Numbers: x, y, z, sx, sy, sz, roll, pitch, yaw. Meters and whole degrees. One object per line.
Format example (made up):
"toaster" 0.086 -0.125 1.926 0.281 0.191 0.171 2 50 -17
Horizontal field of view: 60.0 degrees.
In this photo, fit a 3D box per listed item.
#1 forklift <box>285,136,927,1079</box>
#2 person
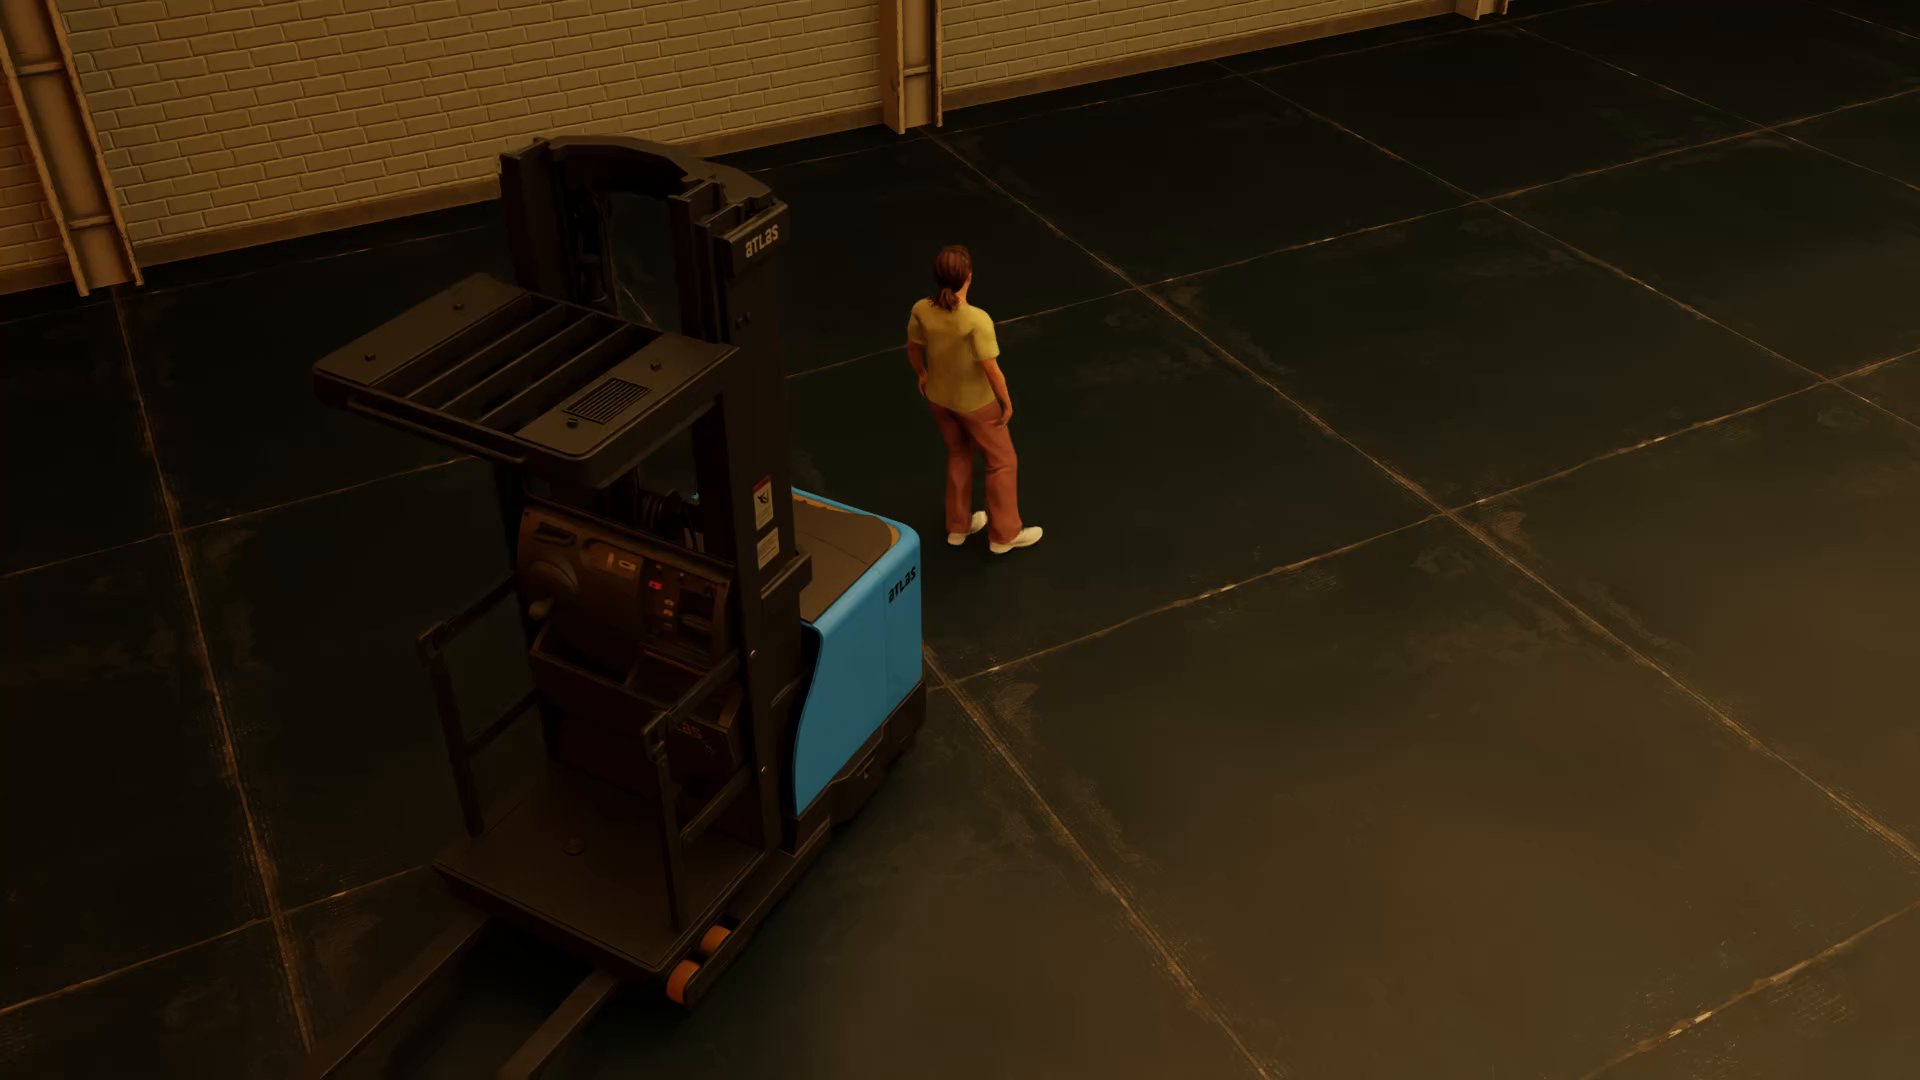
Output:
"forklift" -1.311 0.235 5.790 1.130 2.935 3.031 18 39 24
"person" 0.052 -0.690 8.208 0.654 1.665 0.438 20 40 26
